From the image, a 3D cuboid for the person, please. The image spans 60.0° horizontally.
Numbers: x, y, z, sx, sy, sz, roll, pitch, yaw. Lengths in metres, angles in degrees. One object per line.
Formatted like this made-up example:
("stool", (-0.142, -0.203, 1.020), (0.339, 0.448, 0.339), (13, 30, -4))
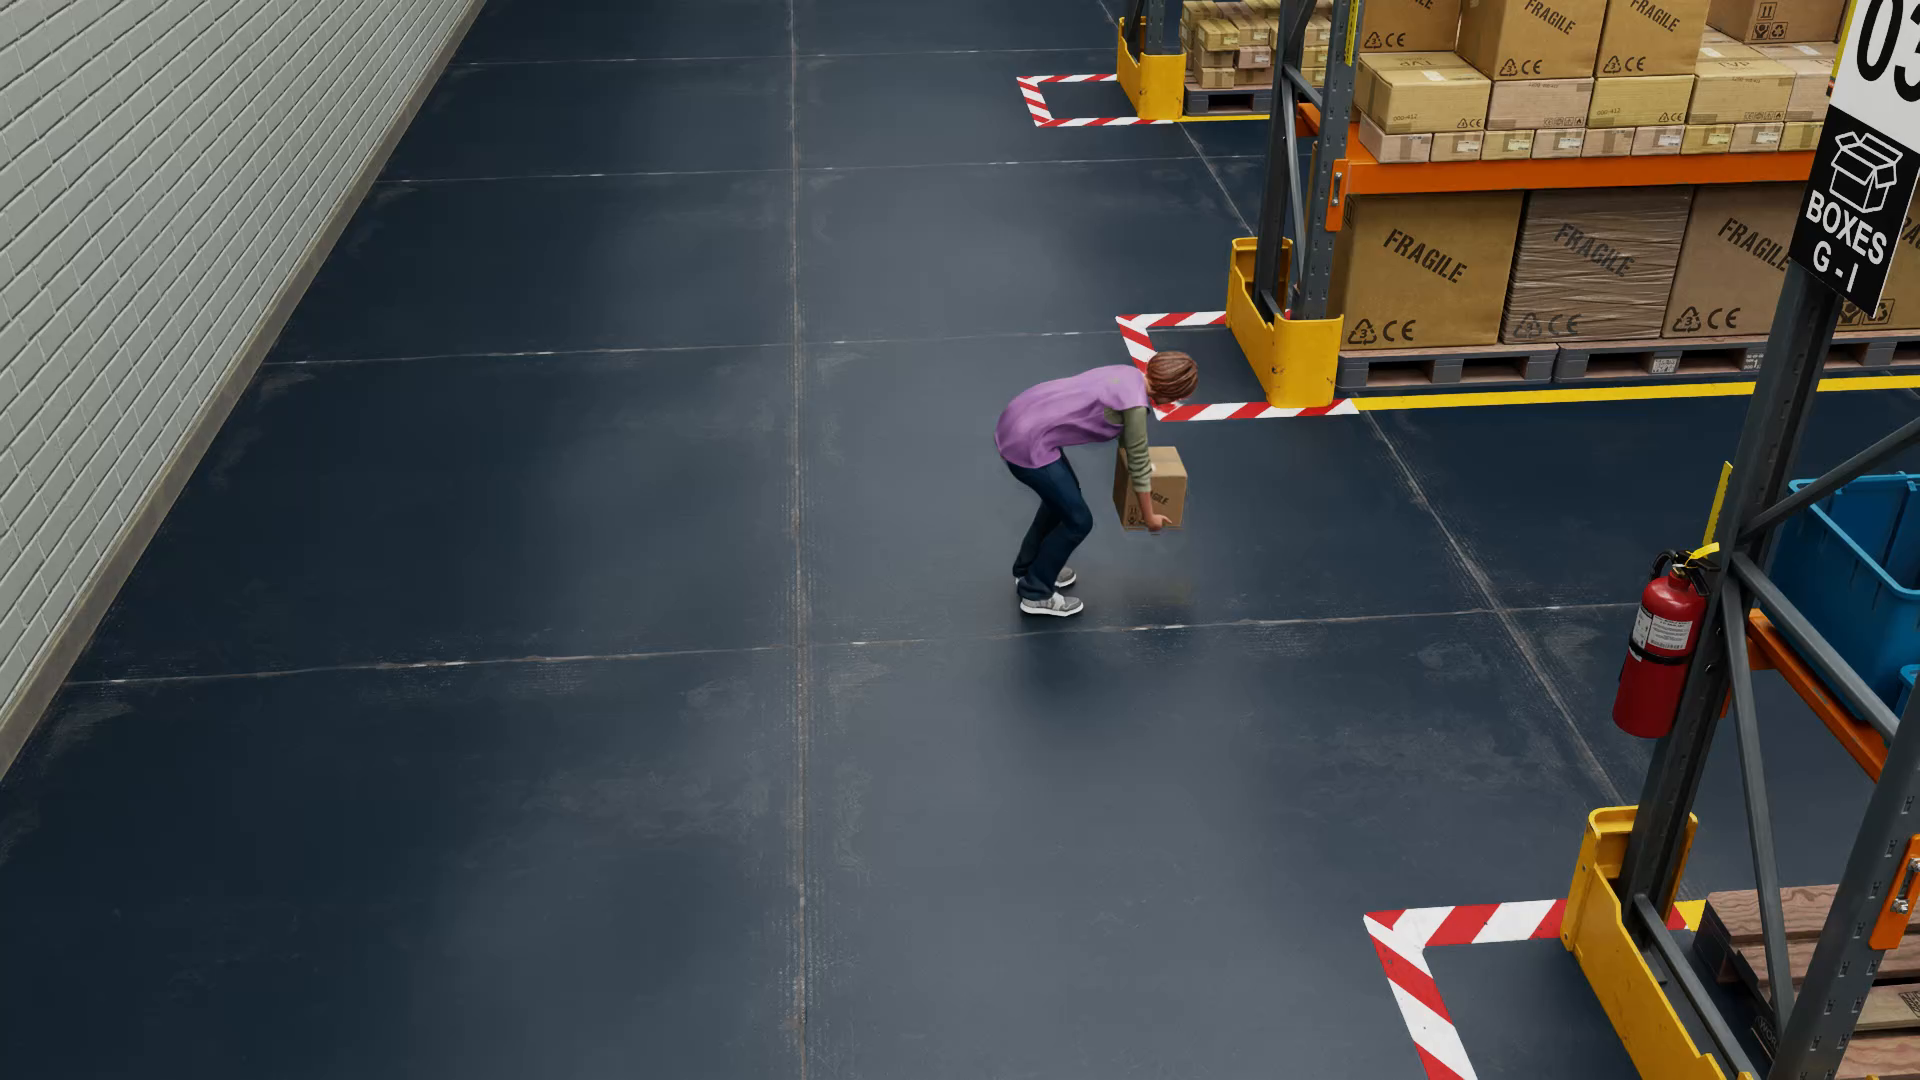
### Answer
("person", (0.559, -0.238, 6.985), (0.837, 1.124, 0.398), (-4, 32, -6))
